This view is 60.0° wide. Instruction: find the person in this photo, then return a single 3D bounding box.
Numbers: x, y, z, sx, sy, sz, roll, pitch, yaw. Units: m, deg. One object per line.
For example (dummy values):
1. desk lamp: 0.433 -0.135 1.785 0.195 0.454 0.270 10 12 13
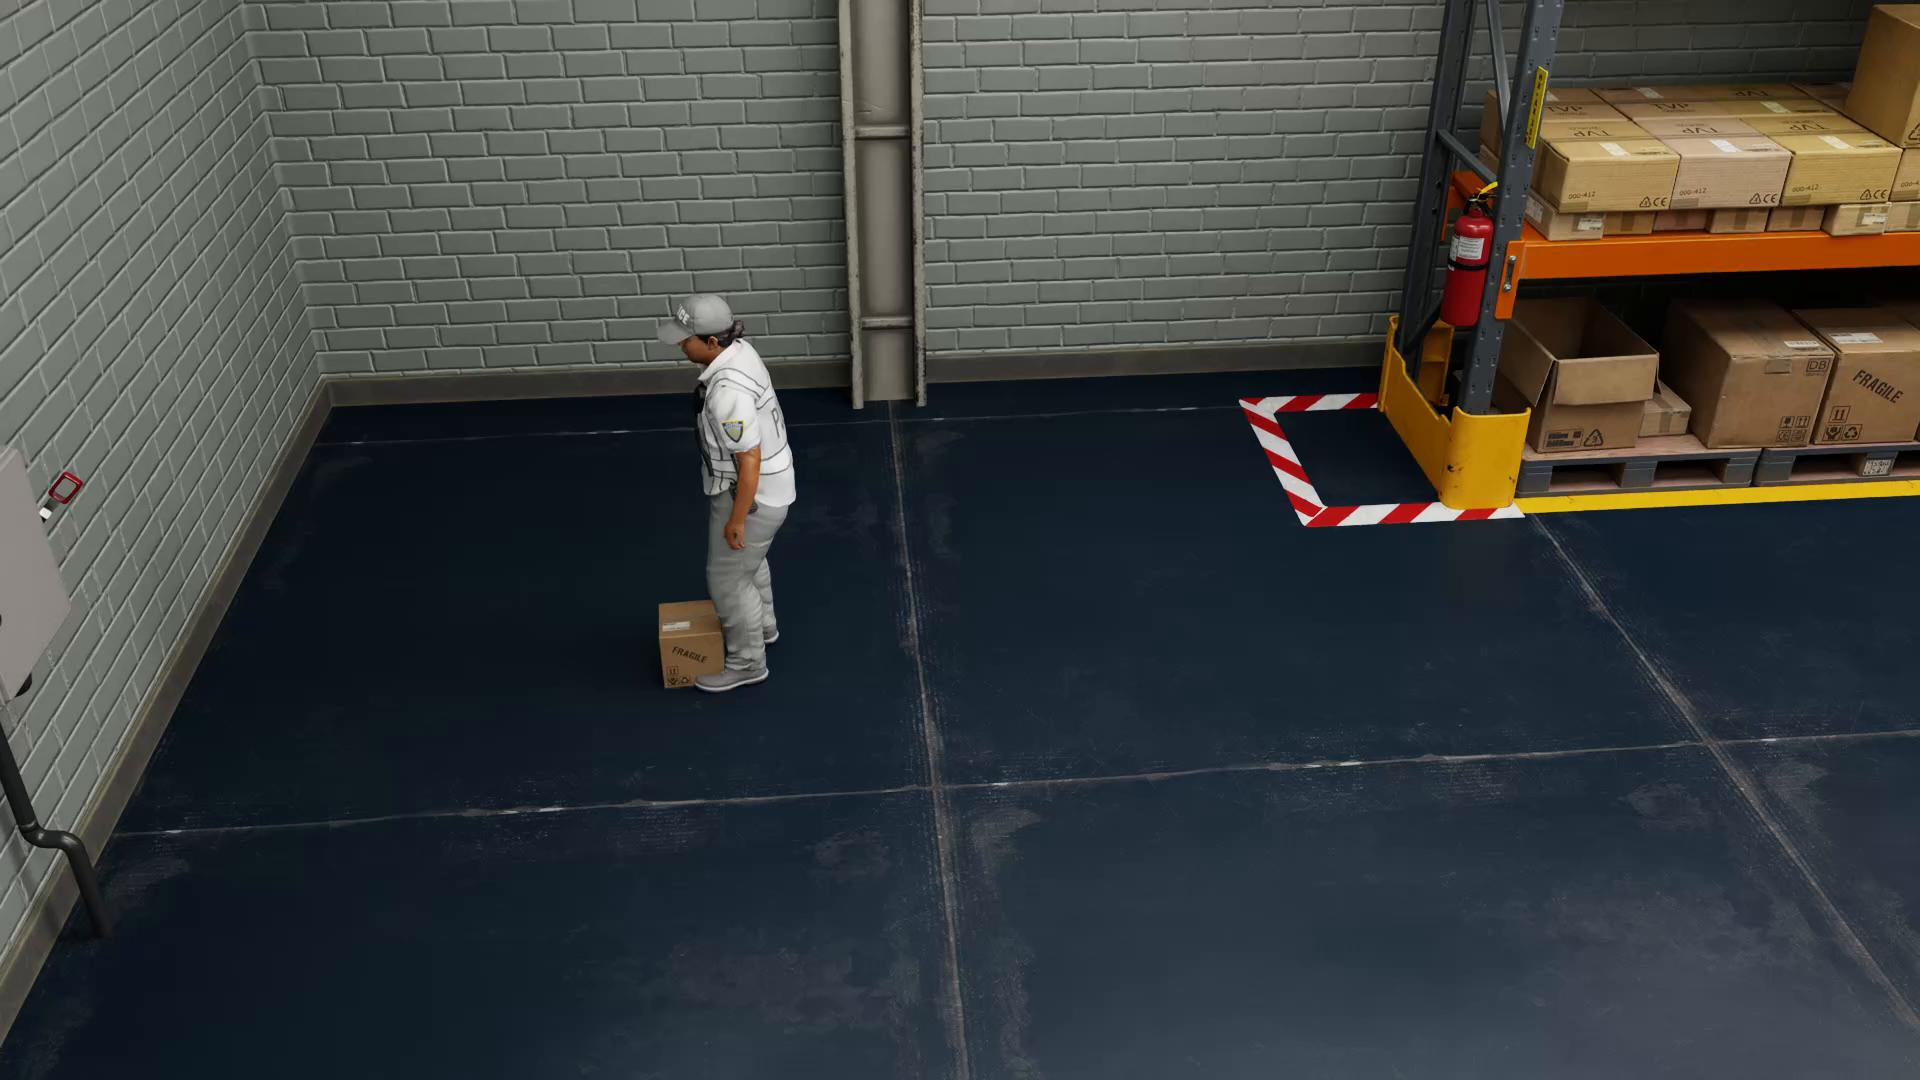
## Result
1. person: -0.878 -0.194 6.447 0.469 1.665 0.562 -5 32 -8
